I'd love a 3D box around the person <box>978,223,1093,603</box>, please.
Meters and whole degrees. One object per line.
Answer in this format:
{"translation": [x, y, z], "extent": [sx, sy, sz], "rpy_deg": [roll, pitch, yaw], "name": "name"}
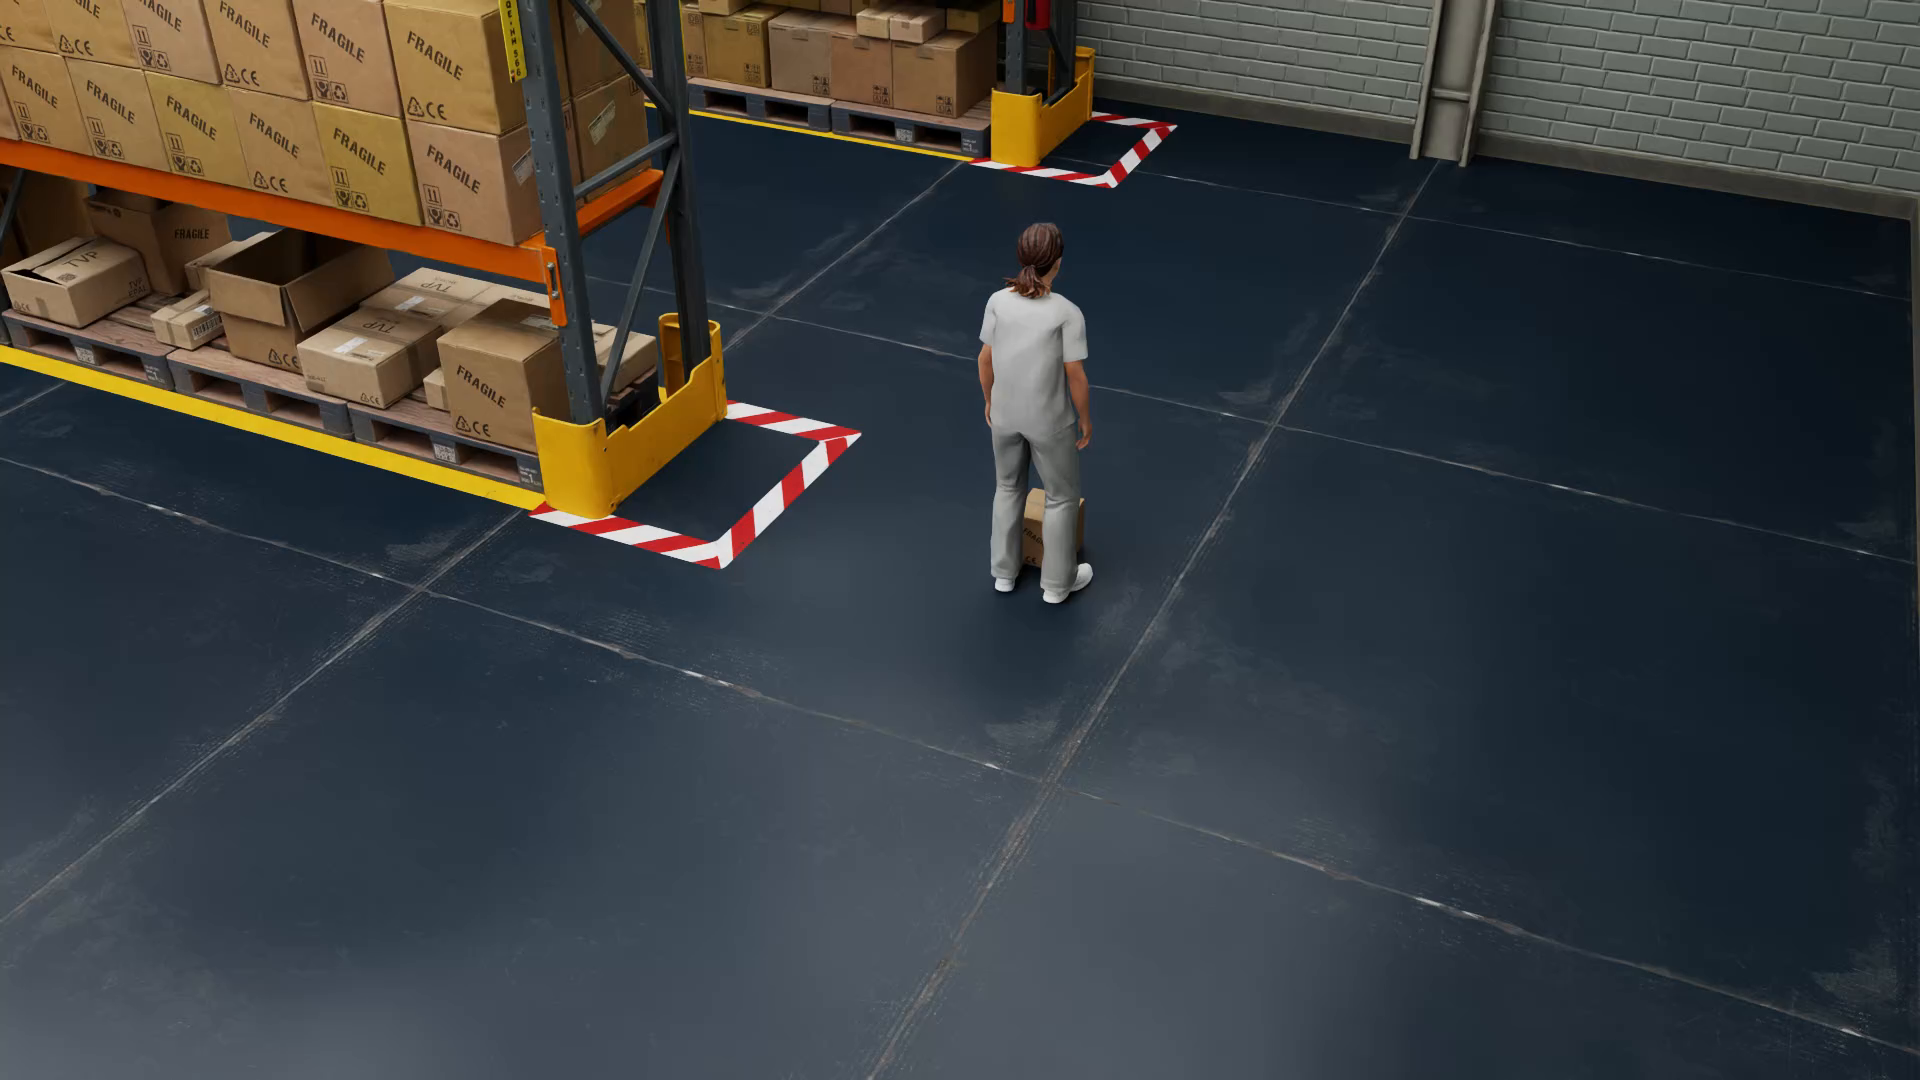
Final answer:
{"translation": [0.310, -0.499, 6.907], "extent": [0.486, 1.652, 0.358], "rpy_deg": [15, 37, 21], "name": "person"}
